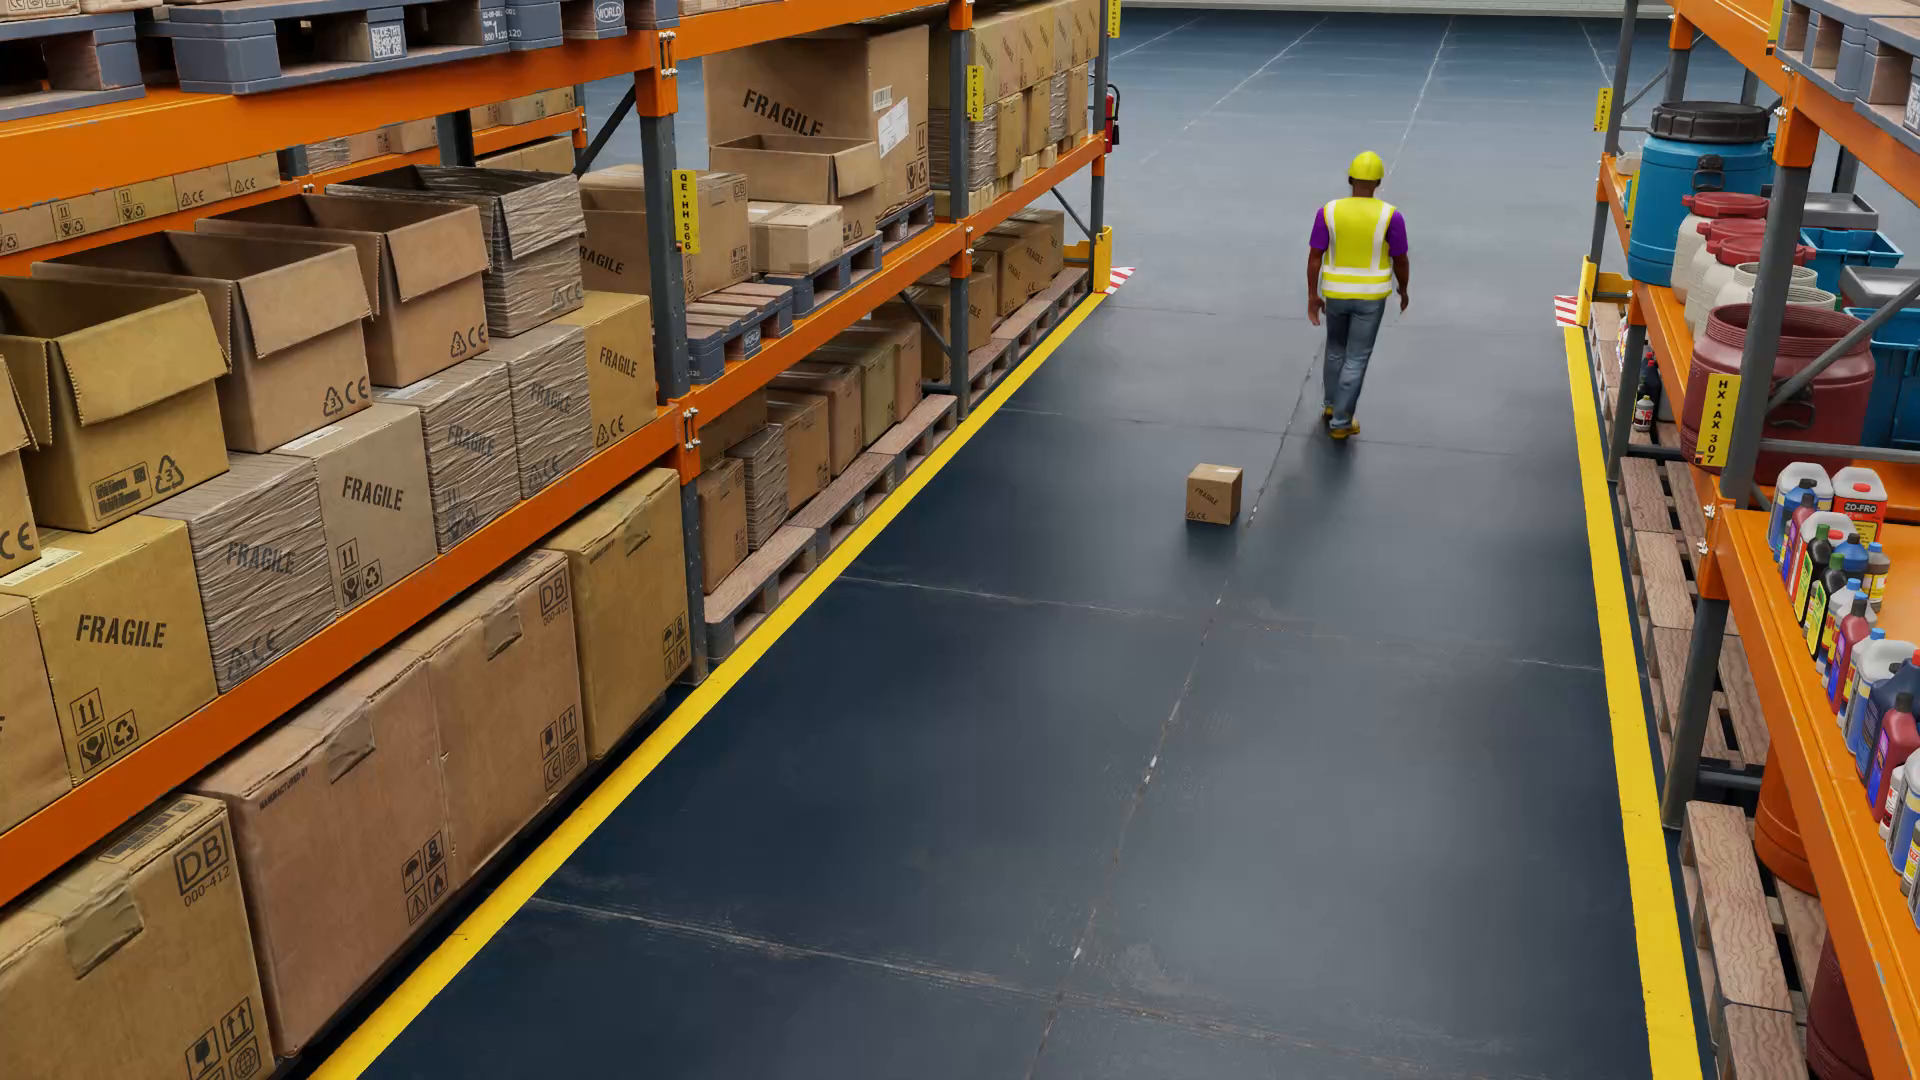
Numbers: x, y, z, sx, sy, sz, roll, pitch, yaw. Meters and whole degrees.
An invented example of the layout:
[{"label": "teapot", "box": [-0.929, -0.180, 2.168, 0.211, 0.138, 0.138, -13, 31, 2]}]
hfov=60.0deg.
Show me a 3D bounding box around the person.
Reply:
[{"label": "person", "box": [2.486, -1.519, 10.359, 0.586, 1.797, 0.757, 10, 24, 24]}]
